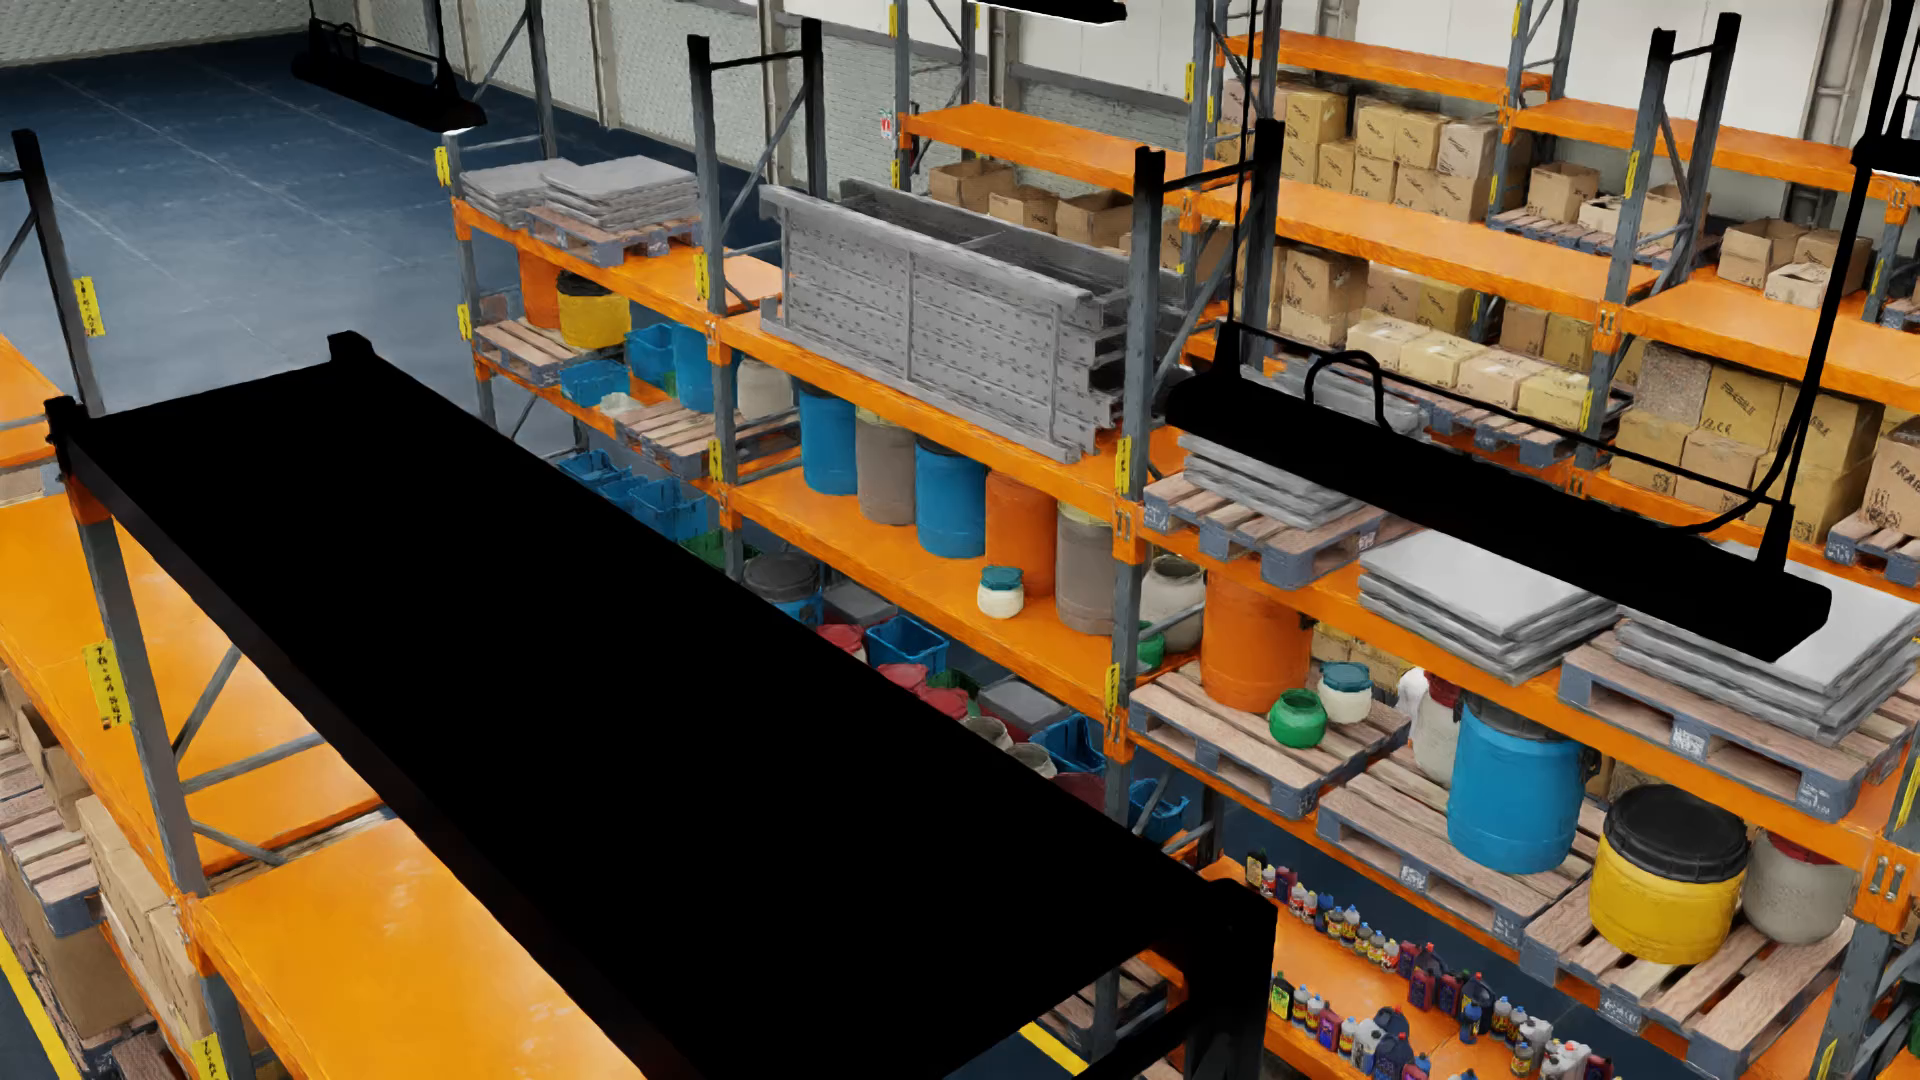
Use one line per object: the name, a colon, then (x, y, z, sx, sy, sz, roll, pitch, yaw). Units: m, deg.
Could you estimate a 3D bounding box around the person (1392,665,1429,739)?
person: (3.476, 1.485, 12.767, 1.103, 1.676, 0.580, 21, 34, 36)
